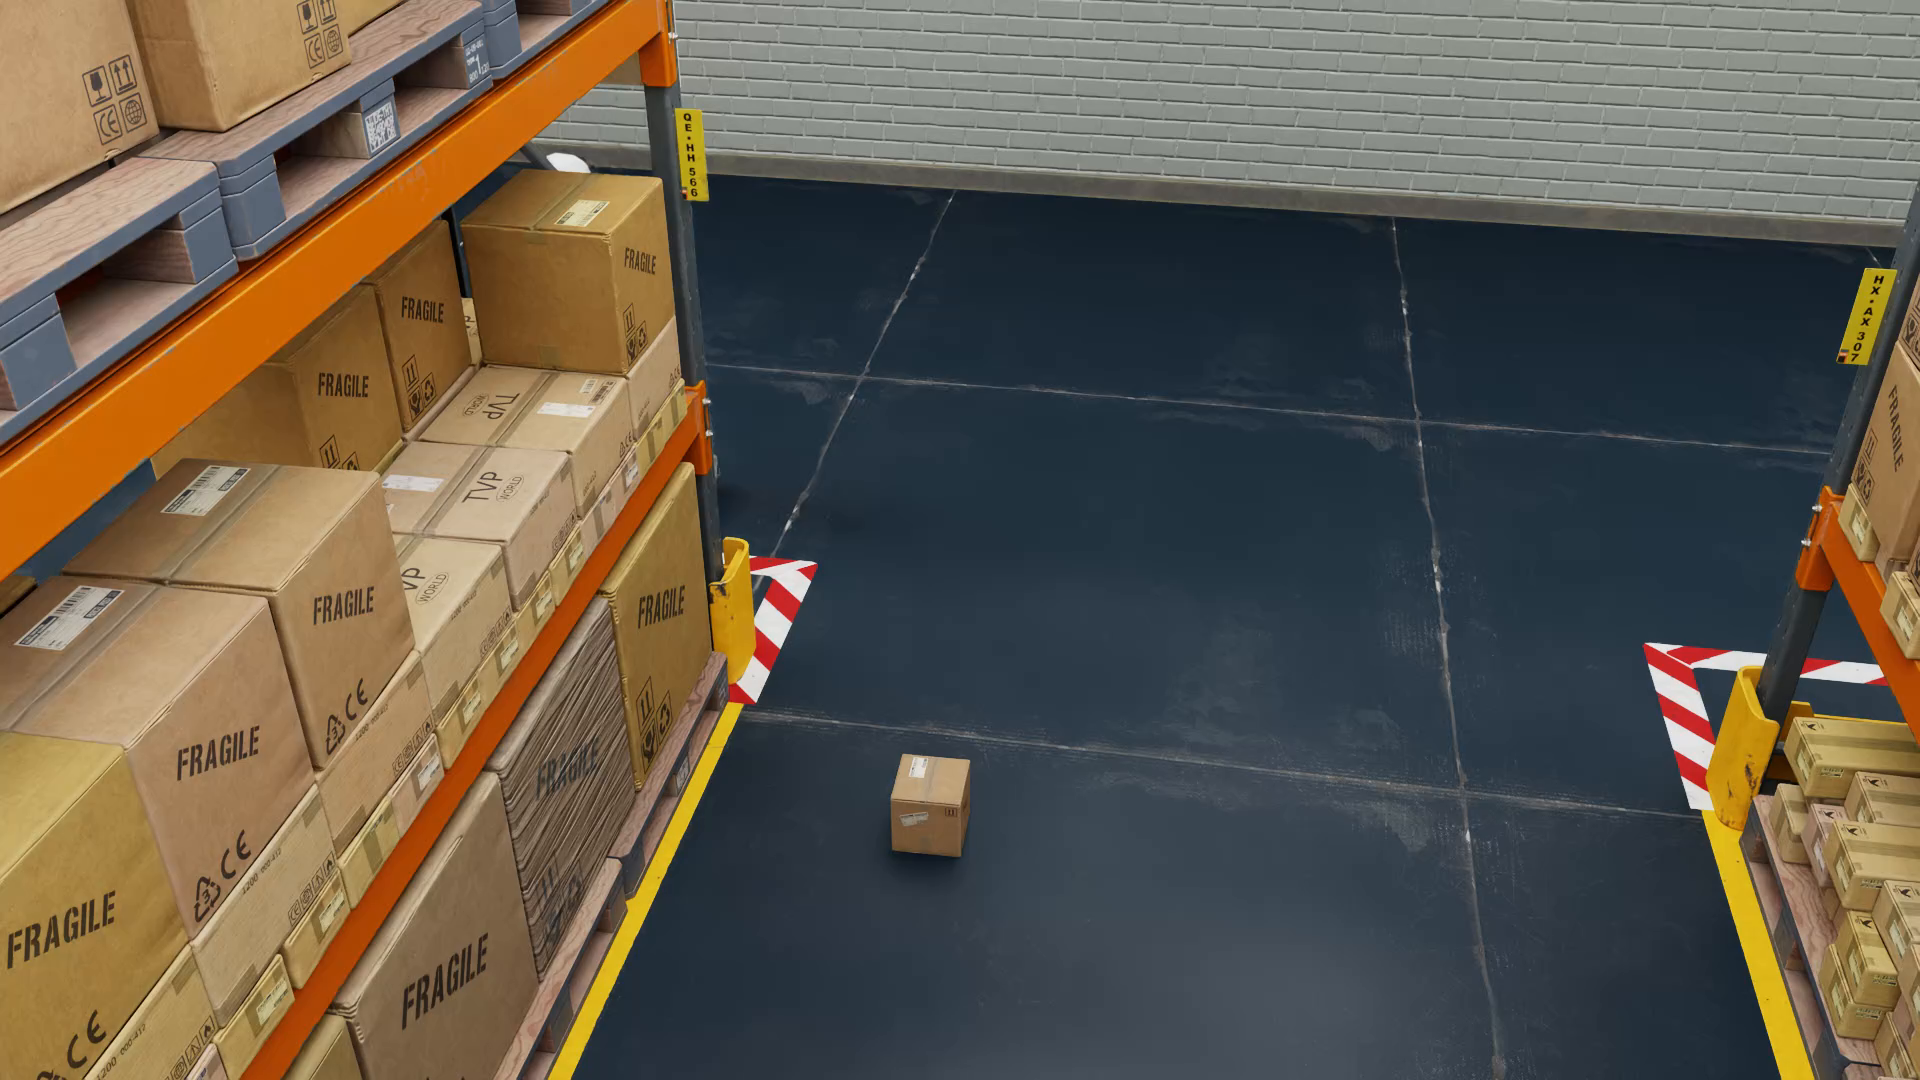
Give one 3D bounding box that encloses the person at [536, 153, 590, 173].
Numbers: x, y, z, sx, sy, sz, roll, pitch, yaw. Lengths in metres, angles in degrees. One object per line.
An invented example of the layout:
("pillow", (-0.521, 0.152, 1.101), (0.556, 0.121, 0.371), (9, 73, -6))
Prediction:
("person", (-1.725, -0.932, 7.598), (1.030, 1.725, 0.588), (2, 32, 3))
